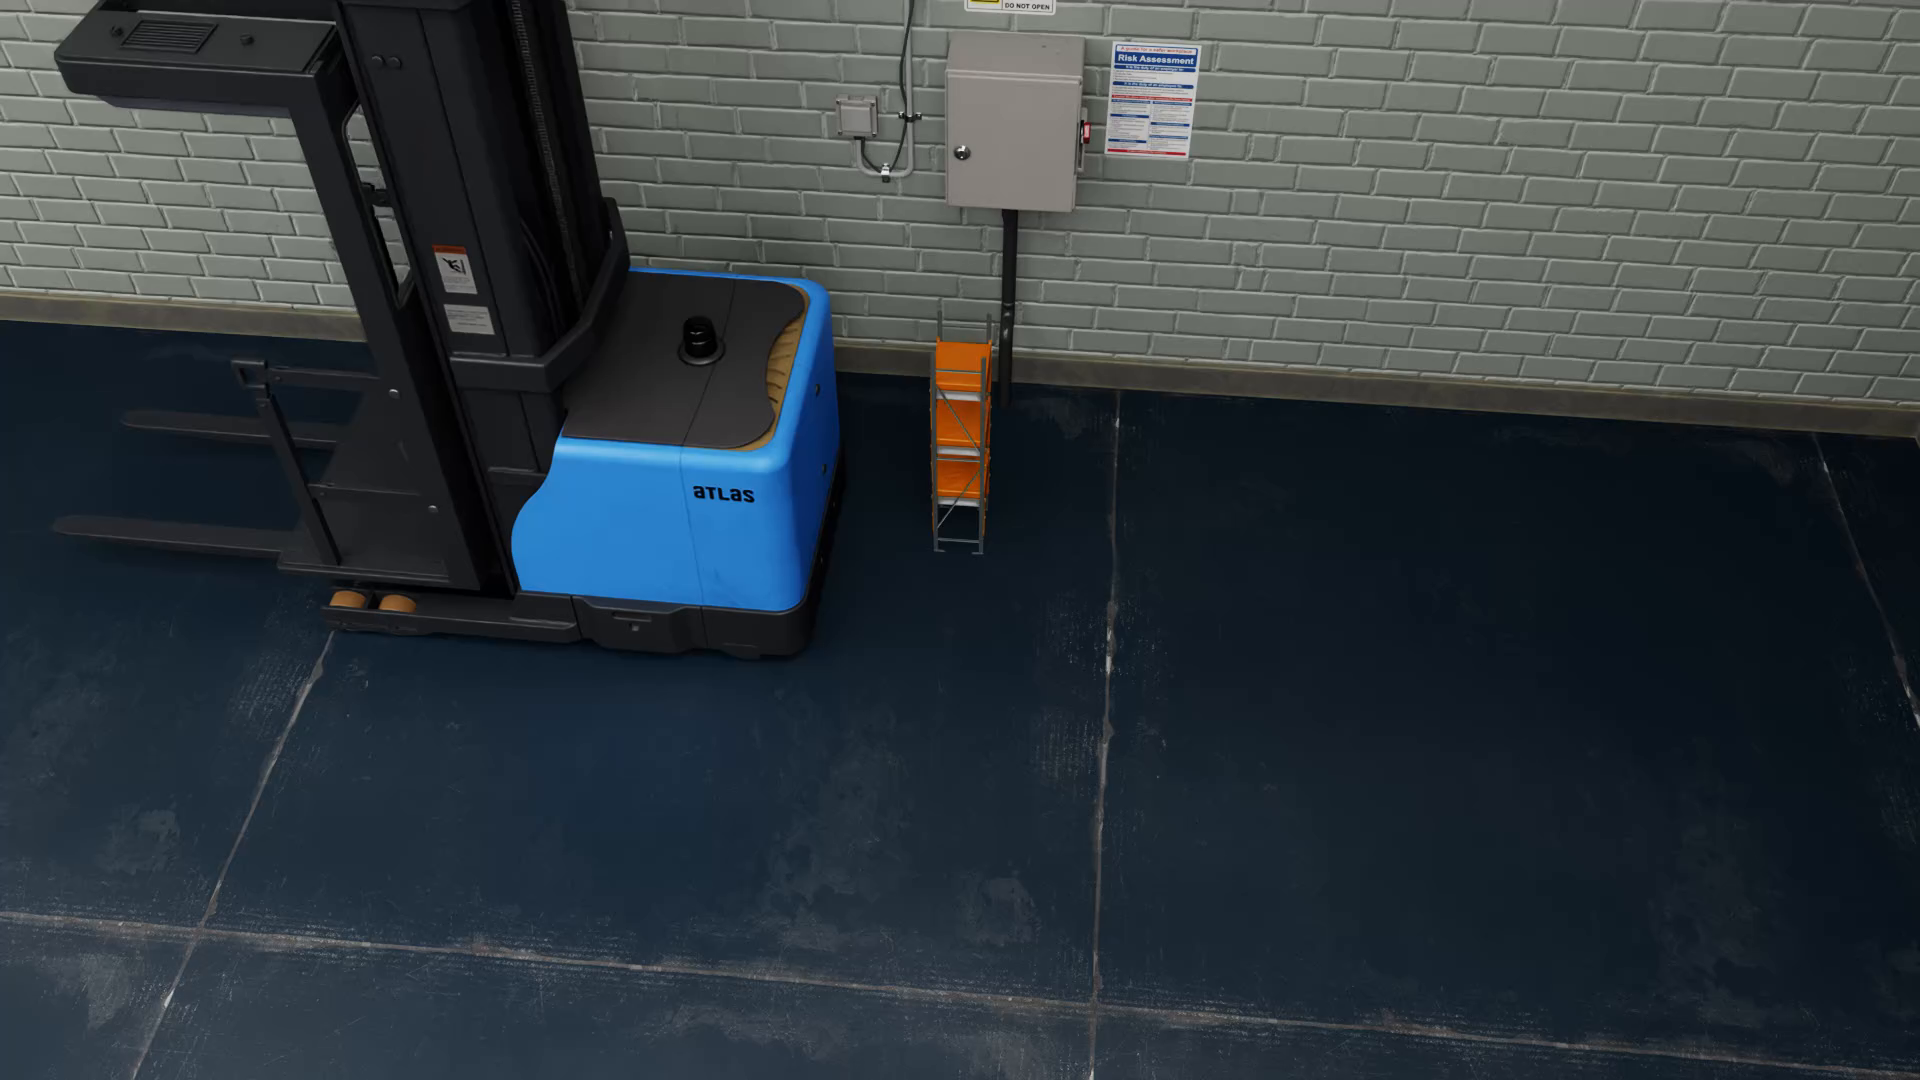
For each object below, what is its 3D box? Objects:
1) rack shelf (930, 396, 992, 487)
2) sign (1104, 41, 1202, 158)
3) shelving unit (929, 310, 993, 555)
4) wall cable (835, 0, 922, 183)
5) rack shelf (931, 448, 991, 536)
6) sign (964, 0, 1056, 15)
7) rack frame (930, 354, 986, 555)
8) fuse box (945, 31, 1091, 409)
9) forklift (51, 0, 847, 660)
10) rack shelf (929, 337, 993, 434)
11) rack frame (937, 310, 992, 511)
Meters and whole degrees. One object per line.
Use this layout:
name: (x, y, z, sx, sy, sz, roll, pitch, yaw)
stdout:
rack shelf: (0.005, -0.387, 6.432, 0.215, 0.259, 0.240, 4, 48, 4)
sign: (0.730, -1.672, 6.337, 0.329, 0.494, 0.001, 4, 48, 4)
shelving unit: (0.005, -0.394, 6.425, 0.215, 1.050, 0.252, 4, 48, 4)
wall cable: (-0.446, -2.090, 5.966, 0.588, 1.984, 0.122, 4, 48, 4)
rack shelf: (0.005, -0.199, 6.637, 0.215, 0.259, 0.240, 4, 48, 4)
sign: (0.183, -2.020, 6.031, 0.339, 0.242, 0.001, 4, 48, 4)
rack frame: (-0.006, -0.304, 6.343, 0.200, 1.050, 0.008, 4, 48, 4)
fuse box: (0.219, -1.150, 6.668, 0.539, 1.711, 0.414, 4, 48, 4)
forklift: (-2.024, -1.004, 5.708, 3.031, 2.935, 1.130, 5, 48, 4)
rack shelf: (0.005, -0.578, 6.223, 0.215, 0.259, 0.240, 4, 48, 4)
rack frame: (0.016, -0.483, 6.507, 0.200, 1.050, 0.008, 4, 48, 4)
